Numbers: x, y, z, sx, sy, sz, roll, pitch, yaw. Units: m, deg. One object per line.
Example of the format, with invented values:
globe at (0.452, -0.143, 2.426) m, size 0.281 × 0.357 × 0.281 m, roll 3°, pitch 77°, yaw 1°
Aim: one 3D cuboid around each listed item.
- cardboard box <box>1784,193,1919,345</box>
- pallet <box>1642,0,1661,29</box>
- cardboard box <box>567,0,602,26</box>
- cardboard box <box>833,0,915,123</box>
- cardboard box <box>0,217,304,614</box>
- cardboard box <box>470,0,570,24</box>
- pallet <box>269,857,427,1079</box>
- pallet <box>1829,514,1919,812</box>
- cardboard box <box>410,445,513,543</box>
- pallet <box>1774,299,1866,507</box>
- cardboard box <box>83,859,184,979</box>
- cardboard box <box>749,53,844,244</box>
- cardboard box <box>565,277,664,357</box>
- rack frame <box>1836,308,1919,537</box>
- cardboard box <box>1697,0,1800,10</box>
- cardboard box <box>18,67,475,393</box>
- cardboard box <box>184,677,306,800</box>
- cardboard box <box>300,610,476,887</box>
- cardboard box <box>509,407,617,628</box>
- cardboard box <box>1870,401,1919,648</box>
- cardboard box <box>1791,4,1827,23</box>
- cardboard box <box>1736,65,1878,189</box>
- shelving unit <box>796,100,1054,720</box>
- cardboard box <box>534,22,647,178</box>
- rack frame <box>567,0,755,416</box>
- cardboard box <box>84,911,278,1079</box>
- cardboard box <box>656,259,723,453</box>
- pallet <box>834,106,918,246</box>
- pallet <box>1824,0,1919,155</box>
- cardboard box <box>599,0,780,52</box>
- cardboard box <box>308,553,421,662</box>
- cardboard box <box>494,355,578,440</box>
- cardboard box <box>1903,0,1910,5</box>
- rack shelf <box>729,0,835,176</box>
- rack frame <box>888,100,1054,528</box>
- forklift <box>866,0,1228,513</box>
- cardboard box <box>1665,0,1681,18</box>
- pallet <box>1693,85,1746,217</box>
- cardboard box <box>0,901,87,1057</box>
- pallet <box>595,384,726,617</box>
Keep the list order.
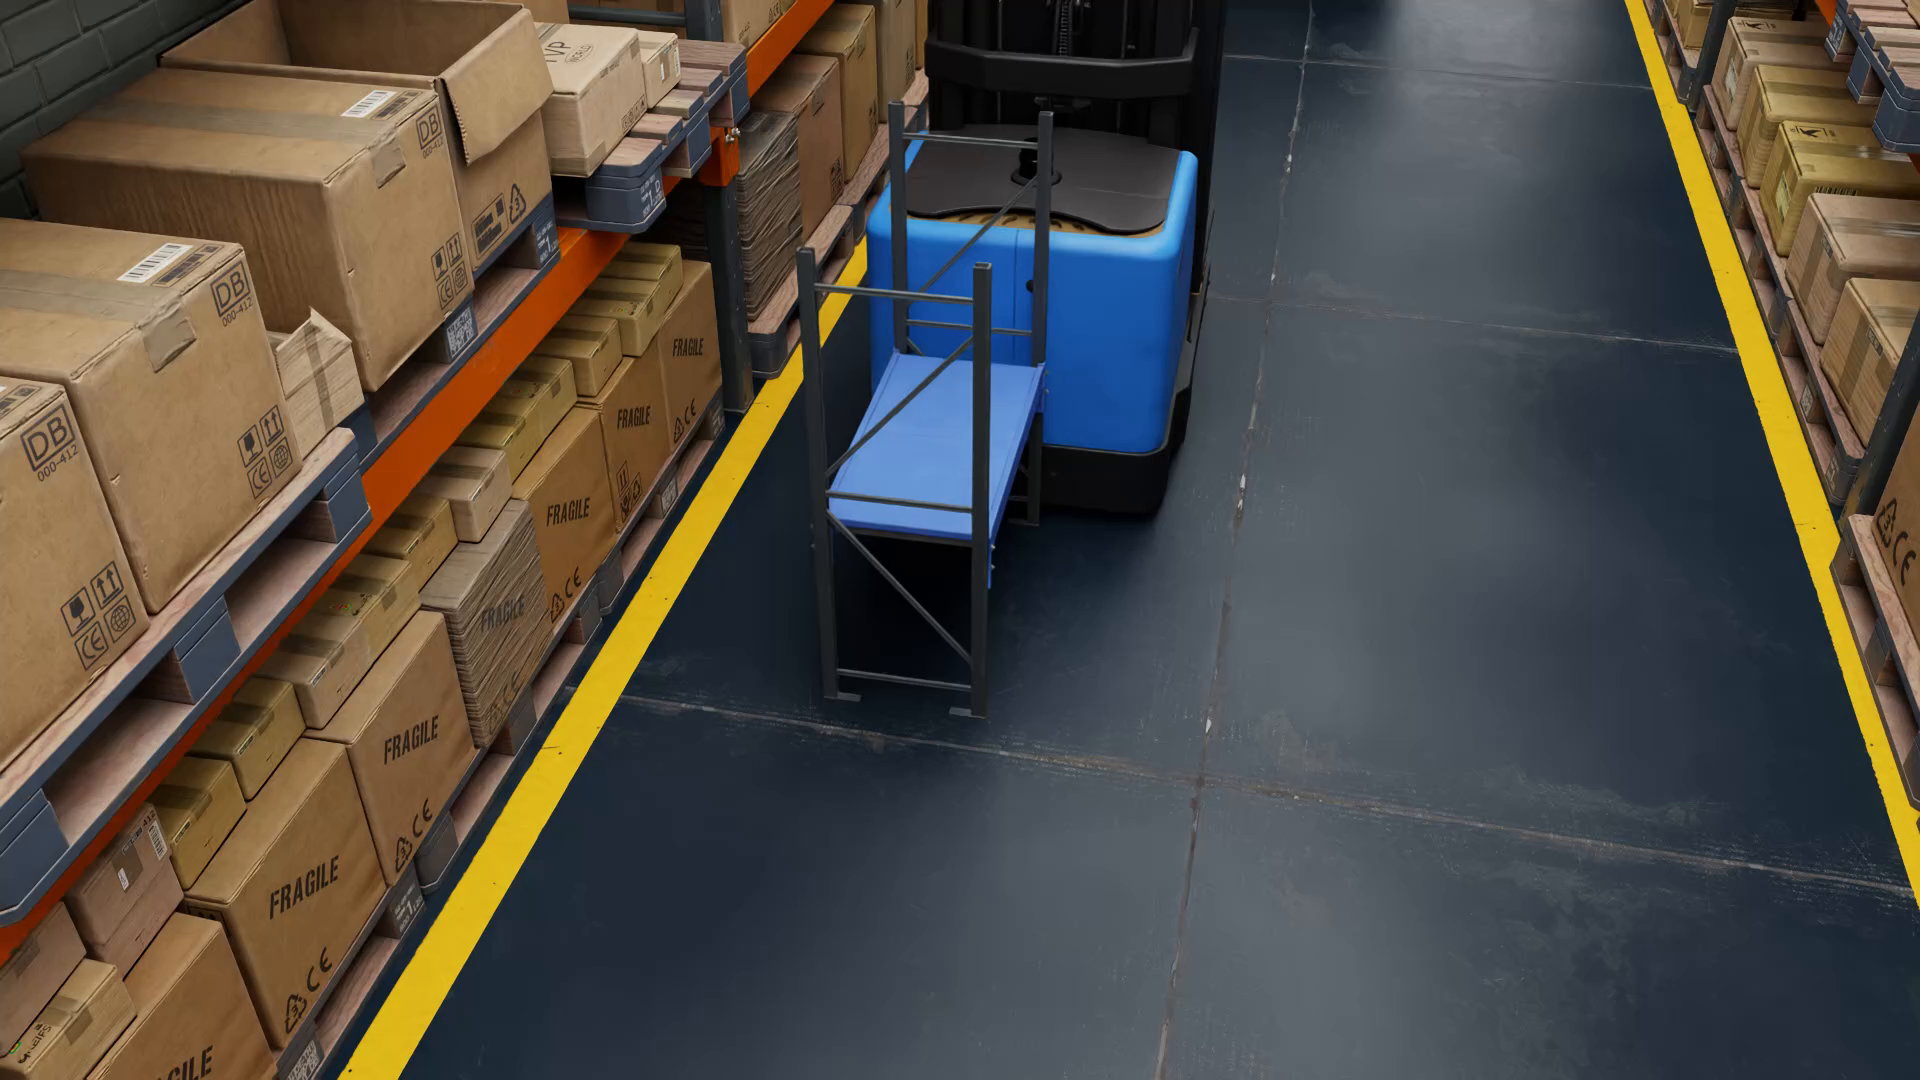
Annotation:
cardboard box at (3.826, -1.023, 6.487) m, size 0.950 × 0.372 × 0.625 m, roll 7°, pitch 36°, yaw 9°
pallet at (4.767, -3.425, 10.296) m, size 1.003 × 0.211 × 1.213 m, roll 7°, pitch 37°, yaw 10°
cardboard box at (-1.458, -2.019, 6.108) m, size 0.500 × 0.250 × 0.500 m, roll 7°, pitch 36°, yaw 9°
cardboard box at (-0.724, -2.547, 8.374) m, size 0.875 × 0.625 × 0.625 m, roll 7°, pitch 37°, yaw 9°
cardboard box at (-1.726, -0.254, 3.101) m, size 0.700 × 0.500 × 0.500 m, roll 8°, pitch 37°, yaw 10°
cardboard box at (-1.567, -1.725, 5.131) m, size 0.500 × 0.500 × 0.500 m, roll 9°, pitch 37°, yaw 12°
pallet at (-2.022, 1.161, 3.968) m, size 1.003 × 0.211 × 1.213 m, roll 7°, pitch 37°, yaw 10°
pallet at (3.303, 0.402, 5.016) m, size 1.003 × 0.211 × 1.213 m, roll 7°, pitch 37°, yaw 10°
cardboard box at (-1.473, -0.139, 4.605) m, size 0.380 × 0.149 × 0.250 m, roll 6°, pitch 36°, yaw 8°
pallet at (3.714, -0.489, 6.245) m, size 1.003 × 0.211 × 1.213 m, roll 7°, pitch 37°, yaw 10°
cardboard box at (-1.839, 0.742, 3.390) m, size 0.380 × 0.149 × 0.250 m, roll 6°, pitch 36°, yaw 9°
cardboard box at (-1.026, -1.730, 7.247) m, size 0.875 × 0.625 × 0.625 m, roll 8°, pitch 37°, yaw 11°
cardboard box at (-1.191, -0.735, 5.428) m, size 0.380 × 0.149 × 0.250 m, roll 6°, pitch 36°, yaw 8°
rack frame at (3.545, -1.170, 4.808) m, size 1.000 × 3.000 × 0.127 m, roll 7°, pitch 37°, yaw 10°
cardboard box at (4.264, -3.196, 8.950) m, size 0.500 × 0.500 × 0.500 m, roll 7°, pitch 36°, yaw 9°
cardboard box at (-1.559, -0.704, 3.722) m, size 0.700 × 0.500 × 0.500 m, roll 7°, pitch 37°, yaw 10°
cardboard box at (-1.750, 0.434, 3.814) m, size 0.380 × 0.149 × 0.250 m, roll 7°, pitch 36°, yaw 9°
cardboard box at (-1.621, 0.504, 4.271) m, size 0.500 × 0.500 × 0.500 m, roll 6°, pitch 36°, yaw 9°
cardboard box at (-1.411, -0.093, 5.094) m, size 0.500 × 0.500 × 0.500 m, roll 9°, pitch 37°, yaw 12°
cardboard box at (3.317, -0.094, 4.777) m, size 0.875 × 0.875 × 0.875 m, roll 7°, pitch 37°, yaw 10°
cardboard box at (4.790, -2.824, 9.076) m, size 0.500 × 0.250 × 0.500 m, roll 6°, pitch 36°, yaw 8°
cardboard box at (4.140, -1.856, 7.636) m, size 0.950 × 0.372 × 0.625 m, roll 10°, pitch 37°, yaw 13°
shelving unit at (-0.068, -0.395, 5.017) m, size 0.538 × 1.500 × 1.048 m, roll 7°, pitch 36°, yaw 9°
cardboard box at (-1.214, -1.254, 4.694) m, size 0.500 × 0.250 × 0.500 m, roll 6°, pitch 36°, yaw 8°
rack frame at (-1.305, -1.790, 5.664) m, size 1.000 × 3.000 × 0.127 m, roll 7°, pitch 37°, yaw 10°
cardboard box at (-1.836, 1.096, 3.454) m, size 0.500 × 0.500 × 0.500 m, roll 9°, pitch 37°, yaw 12°
cardboard box at (-1.185, -0.679, 5.903) m, size 0.500 × 0.500 × 0.500 m, roll 8°, pitch 37°, yaw 11°
pallet at (-0.828, -1.825, 8.089) m, size 1.003 × 0.211 × 1.213 m, roll 7°, pitch 37°, yaw 10°
pallet at (3.594, -1.514, 5.447) m, size 1.213 × 0.211 × 1.003 m, roll 7°, pitch 37°, yaw 10°
cardboard box at (-0.971, -1.953, 6.017) m, size 0.500 × 0.250 × 0.500 m, roll 7°, pitch 37°, yaw 10°
cardboard box at (-1.605, 0.154, 4.201) m, size 0.380 × 0.149 × 0.250 m, roll 9°, pitch 37°, yaw 12°
cardboard box at (-1.391, -0.444, 5.026) m, size 0.380 × 0.149 × 0.250 m, roll 8°, pitch 37°, yaw 11°
cardboard box at (3.444, -1.912, 5.688) m, size 0.380 × 0.149 × 0.250 m, roll 6°, pitch 36°, yaw 8°
rack shelf at (-0.877, -2.645, 7.457) m, size 1.077 × 0.370 × 4.000 m, roll 7°, pitch 37°, yaw 10°
rack frame at (0.032, -0.687, 5.421) m, size 0.500 × 1.500 × 0.032 m, roll 7°, pitch 36°, yaw 9°
forklift at (0.471, -2.140, 6.205) m, size 1.130 × 2.935 × 3.031 m, roll 7°, pitch 36°, yaw 9°
cardboard box at (4.367, -3.199, 9.593) m, size 0.500 × 0.250 × 0.500 m, roll 6°, pitch 36°, yaw 9°
pallet at (4.235, -1.888, 8.175) m, size 1.003 × 0.211 × 1.213 m, roll 7°, pitch 37°, yaw 10°
cardboard box at (-1.882, 0.782, 3.081) m, size 0.380 × 0.149 × 0.250 m, roll 7°, pitch 36°, yaw 9°
pallet at (-1.501, -0.238, 5.898) m, size 1.003 × 0.211 × 1.213 m, roll 7°, pitch 37°, yaw 10°
